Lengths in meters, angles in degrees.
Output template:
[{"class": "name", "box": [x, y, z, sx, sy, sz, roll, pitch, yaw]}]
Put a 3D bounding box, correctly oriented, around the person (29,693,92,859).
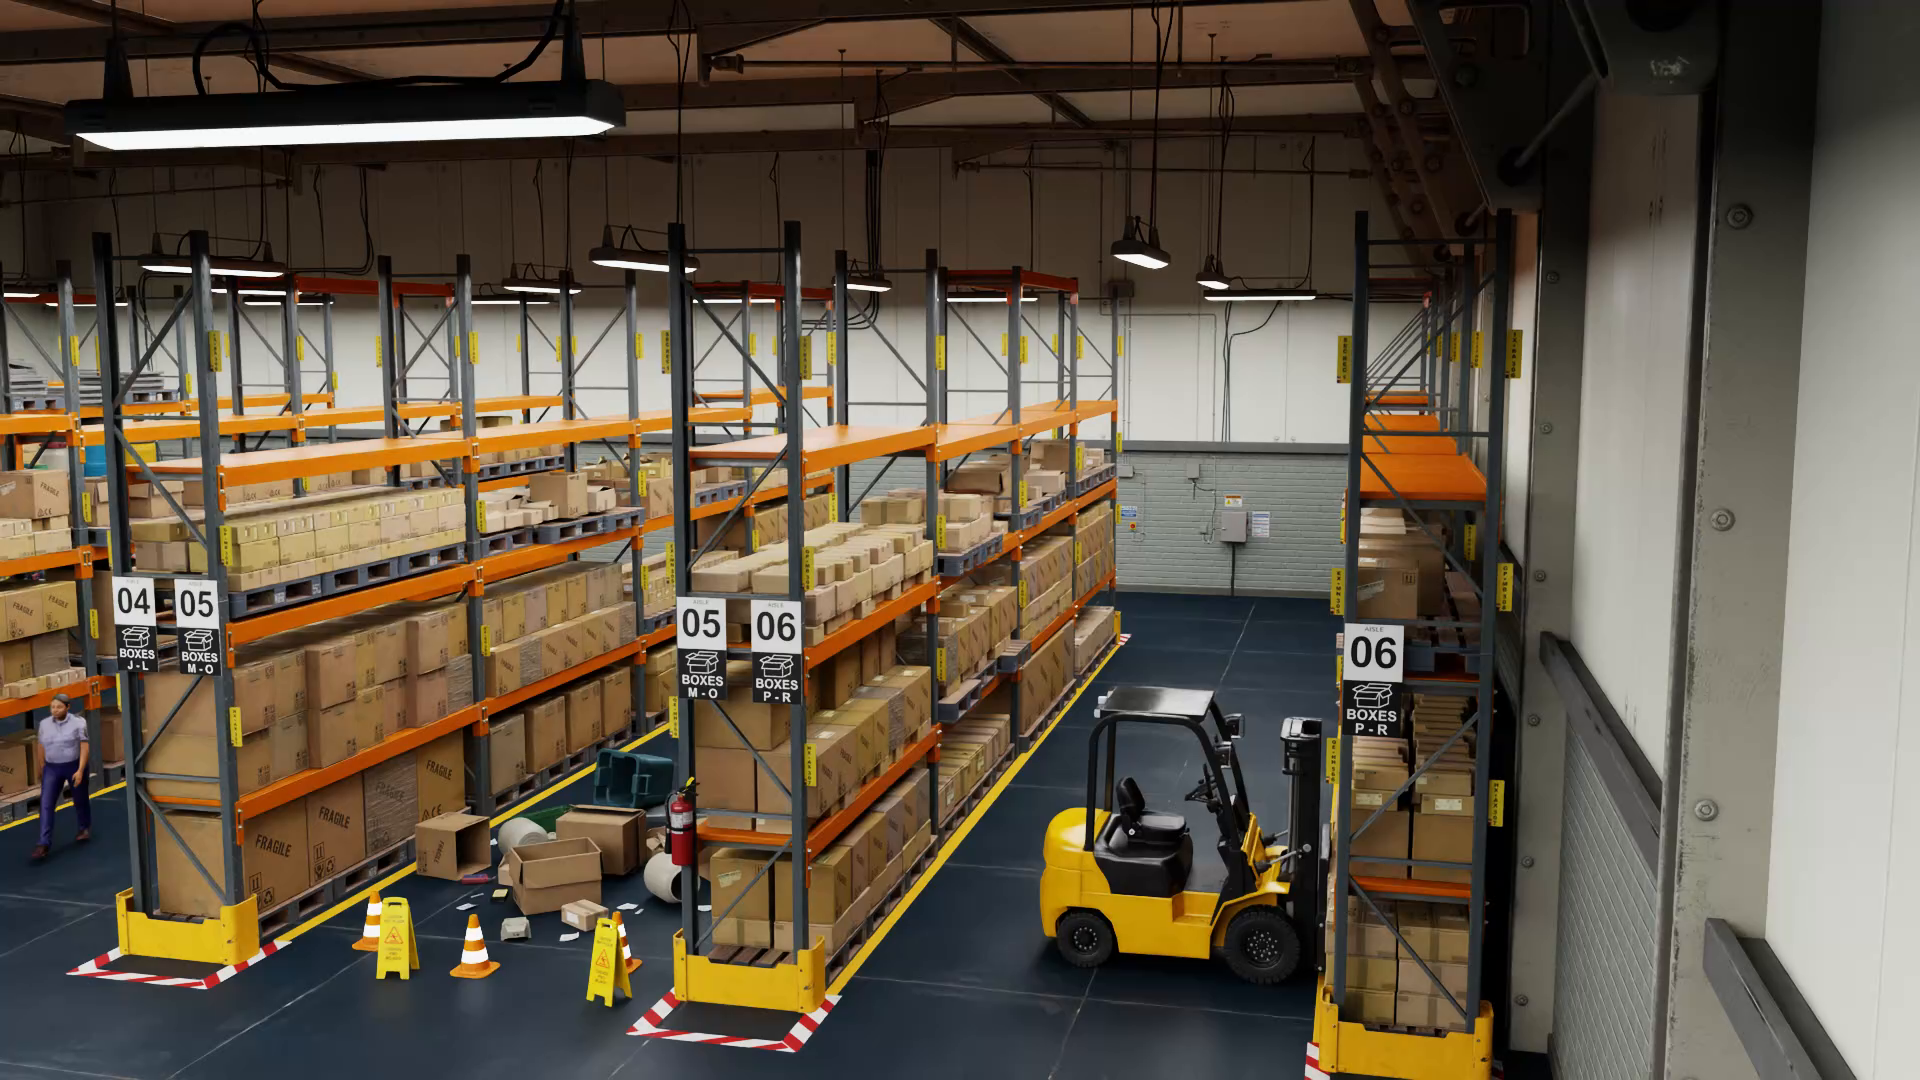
[{"class": "person", "box": [-9.016, 2.325, 16.690, 0.520, 1.589, 1.013, -2, 7, -19]}]
